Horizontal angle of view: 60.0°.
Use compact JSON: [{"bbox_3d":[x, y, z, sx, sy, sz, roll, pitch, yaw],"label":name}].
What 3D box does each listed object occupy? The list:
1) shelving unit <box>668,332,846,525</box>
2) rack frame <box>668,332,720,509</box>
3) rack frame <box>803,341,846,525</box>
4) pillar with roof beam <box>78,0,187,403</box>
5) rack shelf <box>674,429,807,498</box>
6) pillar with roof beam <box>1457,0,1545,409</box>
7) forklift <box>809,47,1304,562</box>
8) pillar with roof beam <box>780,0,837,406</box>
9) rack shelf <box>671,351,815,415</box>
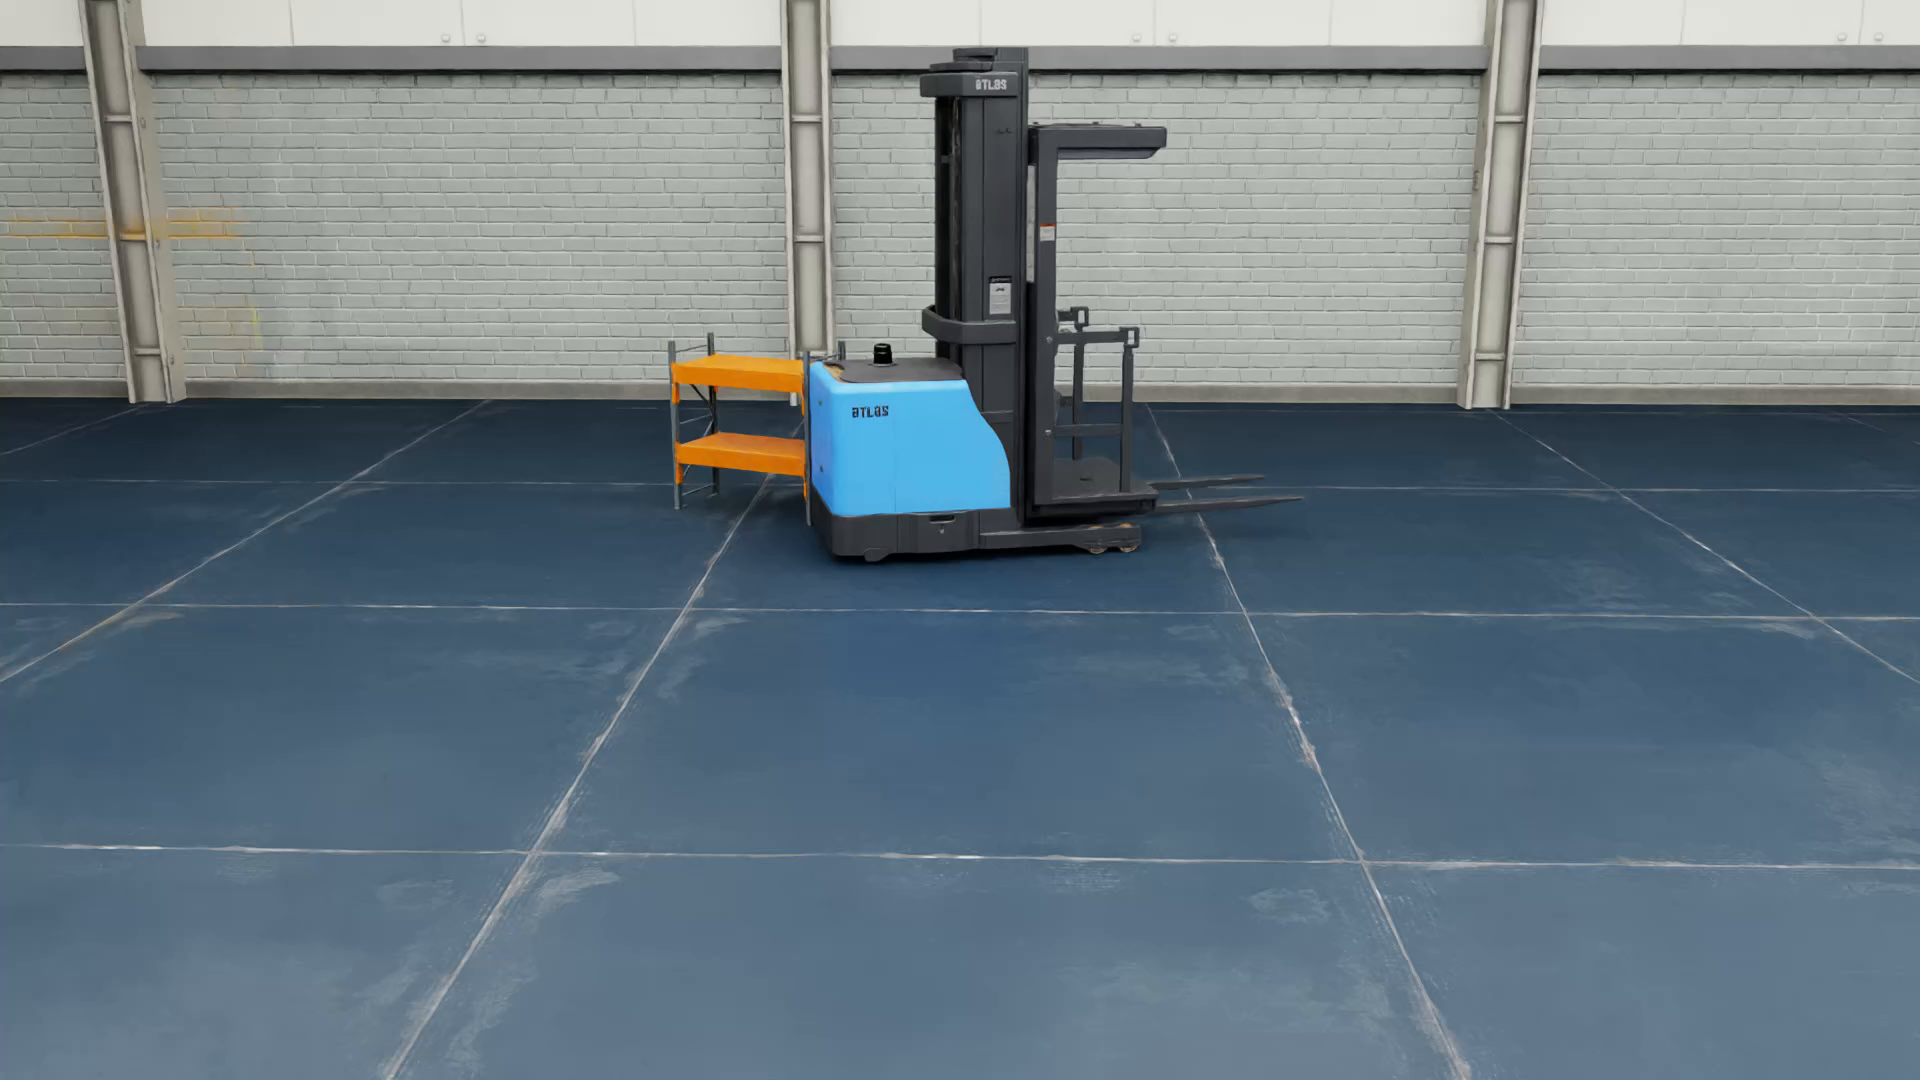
[{"bbox_3d":[-1.327,-0.753,10.988,1.048,1.125,0.538,7,16,24],"label":"shelving unit"},{"bbox_3d":[-1.787,-0.808,11.197,0.032,1.125,0.500,7,16,24],"label":"rack frame"},{"bbox_3d":[-0.867,-0.697,10.778,0.032,1.125,0.500,7,16,24],"label":"rack frame"},{"bbox_3d":[-7.426,-4.533,9.880,0.400,9.000,9.100,0,15,1],"label":"pillar with roof beam"},{"bbox_3d":[-1.327,-0.516,11.050,1.000,0.278,0.538,7,16,24],"label":"rack shelf"},{"bbox_3d":[4.570,-4.454,9.584,0.400,9.000,9.100,0,15,1],"label":"pillar with roof beam"},{"bbox_3d":[0.623,-1.464,10.143,3.031,2.935,1.130,-3,15,-13],"label":"forklift"},{"bbox_3d":[-1.428,-4.494,9.732,0.400,9.000,9.100,0,15,1],"label":"pillar with roof beam"},{"bbox_3d":[-1.327,-1.036,10.913,1.000,0.278,0.538,7,16,24],"label":"rack shelf"}]
